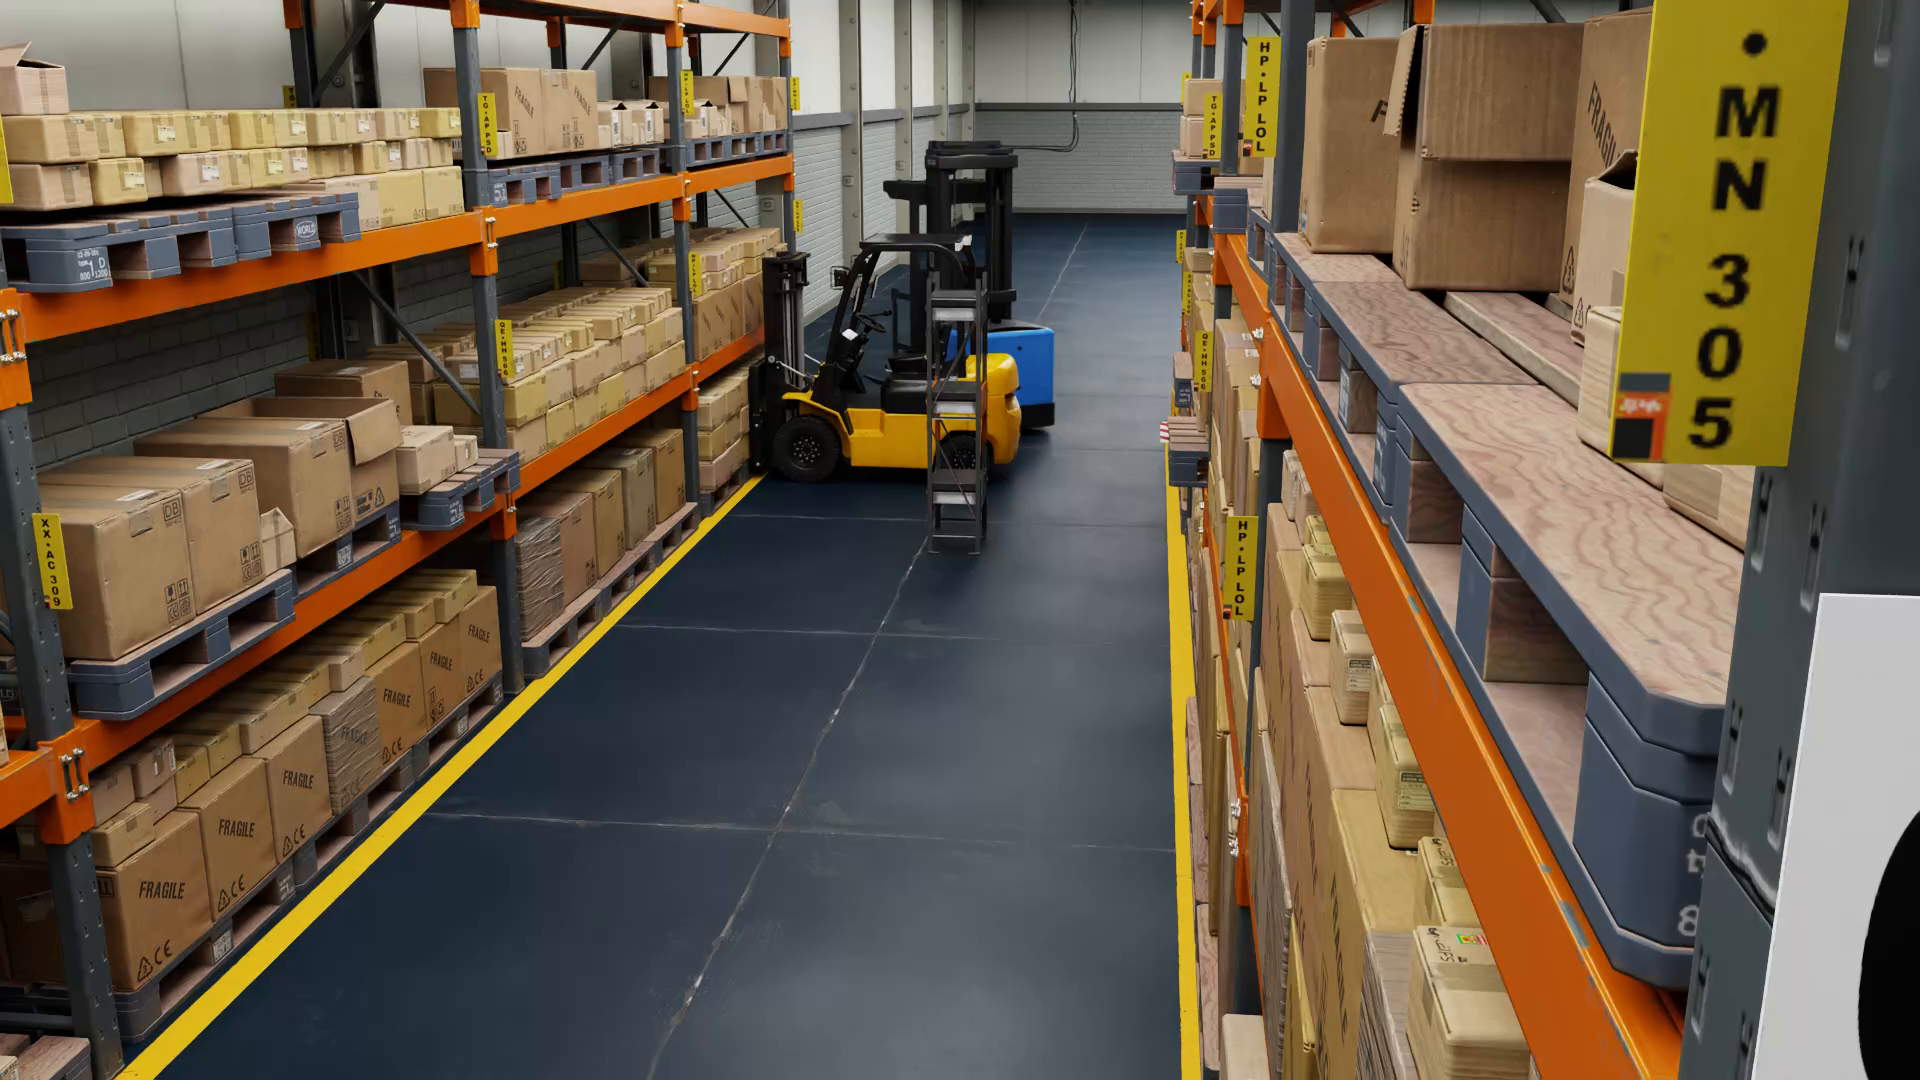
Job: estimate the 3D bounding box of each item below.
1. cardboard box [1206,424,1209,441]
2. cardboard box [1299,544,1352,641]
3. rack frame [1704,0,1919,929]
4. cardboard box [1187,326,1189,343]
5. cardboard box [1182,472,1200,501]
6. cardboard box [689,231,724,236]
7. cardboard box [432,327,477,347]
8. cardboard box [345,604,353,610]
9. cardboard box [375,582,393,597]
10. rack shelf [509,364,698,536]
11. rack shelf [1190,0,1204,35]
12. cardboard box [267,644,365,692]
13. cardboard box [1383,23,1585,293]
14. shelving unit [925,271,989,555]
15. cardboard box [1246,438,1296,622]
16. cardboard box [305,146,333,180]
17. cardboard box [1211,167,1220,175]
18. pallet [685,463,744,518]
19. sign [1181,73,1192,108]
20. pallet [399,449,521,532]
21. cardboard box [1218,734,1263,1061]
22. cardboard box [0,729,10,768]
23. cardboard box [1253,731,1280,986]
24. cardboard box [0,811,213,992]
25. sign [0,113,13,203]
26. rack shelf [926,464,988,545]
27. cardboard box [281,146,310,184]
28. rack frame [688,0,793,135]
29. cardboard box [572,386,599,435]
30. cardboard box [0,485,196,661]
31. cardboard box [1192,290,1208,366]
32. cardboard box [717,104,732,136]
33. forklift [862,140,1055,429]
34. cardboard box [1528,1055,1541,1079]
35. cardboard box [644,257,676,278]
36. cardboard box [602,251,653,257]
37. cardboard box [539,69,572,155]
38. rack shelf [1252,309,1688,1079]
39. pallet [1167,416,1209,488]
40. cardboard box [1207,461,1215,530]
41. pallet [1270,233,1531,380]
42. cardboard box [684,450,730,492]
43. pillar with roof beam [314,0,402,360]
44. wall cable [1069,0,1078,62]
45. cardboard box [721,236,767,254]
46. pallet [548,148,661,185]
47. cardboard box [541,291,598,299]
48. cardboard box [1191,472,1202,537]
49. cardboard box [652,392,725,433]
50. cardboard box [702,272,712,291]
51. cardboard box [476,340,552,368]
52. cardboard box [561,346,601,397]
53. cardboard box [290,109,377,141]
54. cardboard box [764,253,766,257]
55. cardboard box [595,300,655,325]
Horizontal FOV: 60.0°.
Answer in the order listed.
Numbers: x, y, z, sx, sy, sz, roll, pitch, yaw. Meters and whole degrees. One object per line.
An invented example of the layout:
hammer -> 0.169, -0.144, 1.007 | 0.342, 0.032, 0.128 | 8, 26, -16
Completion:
cardboard box -> 1.604, -0.662, 9.539 | 0.380, 0.149, 0.250 | 2, 15, 7
cardboard box -> 0.950, 0.116, 3.636 | 0.380, 0.149, 0.250 | 1, 15, 5
rack frame -> 0.940, -1.238, 0.500 | 1.000, 3.000, 0.127 | 2, 15, 6
cardboard box -> 2.191, -1.822, 14.635 | 0.380, 0.149, 0.250 | 2, 15, 7
cardboard box -> 2.094, -0.491, 13.693 | 0.500, 0.250, 0.500 | 2, 15, 9
cardboard box -> -2.516, -2.925, 16.229 | 0.380, 0.149, 0.250 | 2, 15, 7
cardboard box -> -3.180, -1.281, 10.720 | 0.380, 0.149, 0.250 | 2, 15, 6
cardboard box -> -3.515, 0.323, 8.962 | 0.380, 0.149, 0.250 | 2, 15, 8
cardboard box -> -3.416, 0.543, 9.391 | 0.500, 0.500, 0.500 | 2, 15, 8
rack shelf -> -2.864, -0.733, 11.505 | 1.077, 0.370, 4.000 | 2, 15, 6
rack shelf -> 2.520, -4.520, 14.022 | 1.077, 0.370, 4.000 | 2, 15, 6
cardboard box -> -3.071, 0.608, 7.910 | 0.380, 0.149, 0.250 | 1, 15, 4
cardboard box -> 1.271, -0.777, 3.349 | 0.797, 0.503, 0.637 | 3, 15, 11
shelving unit -> -0.019, -0.971, 12.729 | 0.431, 2.100, 0.503 | 2, 15, 6
cardboard box -> 1.192, -0.033, 5.432 | 0.500, 0.500, 0.500 | 2, 15, 8
cardboard box -> -3.062, -1.698, 7.472 | 0.380, 0.149, 0.250 | 2, 15, 8
cardboard box -> 2.026, -2.872, 12.770 | 0.380, 0.149, 0.250 | 2, 15, 7
pallet -> -2.507, -0.458, 14.452 | 1.003, 0.211, 1.213 | 2, 15, 6
sign -> 2.206, -4.377, 16.183 | 0.100, 0.325, 0.005 | 2, 15, 6
pallet -> -3.096, -0.291, 8.860 | 1.213, 0.211, 1.003 | 2, 15, 6
cardboard box -> 1.382, 1.281, 5.945 | 0.875, 0.875, 0.875 | 2, 15, 8
cardboard box -> -3.326, 0.687, 5.356 | 0.380, 0.149, 0.250 | 2, 15, 7
cardboard box -> 1.018, 0.817, 4.203 | 0.500, 0.500, 0.500 | 2, 15, 7
cardboard box -> -3.263, 1.361, 6.367 | 0.500, 0.500, 0.500 | 2, 15, 9
sign -> -3.001, -1.208, 5.146 | 0.100, 0.325, 0.005 | 2, 15, 6
rack shelf -> -0.019, -0.282, 12.915 | 0.431, 0.518, 0.480 | 2, 15, 6
cardboard box -> -2.964, -1.567, 6.950 | 0.380, 0.149, 0.250 | 2, 15, 8
rack frame -> -2.187, -5.533, 16.383 | 1.000, 3.000, 0.127 | 2, 15, 6
cardboard box -> -2.684, -0.861, 10.888 | 0.500, 0.250, 0.500 | 1, 15, 4
cardboard box -> -3.264, 0.106, 6.028 | 0.700, 0.500, 0.500 | 2, 15, 8
cardboard box -> 1.784, -1.344, 10.820 | 0.500, 0.500, 0.500 | 1, 15, 4
cardboard box -> -2.169, -3.609, 14.279 | 0.396, 0.266, 0.258 | 1, 15, 5
forklift -> -0.148, -2.830, 18.012 | 1.130, 2.935, 3.031 | -8, 17, -27
cardboard box -> 0.786, 0.649, 1.667 | 0.380, 0.149, 0.250 | 2, 15, 7
cardboard box -> -2.385, -2.249, 13.729 | 0.380, 0.149, 0.250 | 2, 15, 7
cardboard box -> -2.850, -2.396, 14.271 | 0.380, 0.149, 0.250 | 1, 15, 5
cardboard box -> -2.808, -2.624, 10.184 | 0.700, 0.500, 0.500 | 1, 15, 5
rack shelf -> 1.166, 0.039, 2.903 | 1.077, 0.370, 4.000 | 2, 15, 6
pallet -> 1.817, -0.512, 9.676 | 1.213, 0.211, 1.003 | 2, 15, 6
cardboard box -> 1.538, -0.225, 8.534 | 0.500, 0.250, 0.500 | 1, 15, 5
pallet -> 1.289, -0.572, 3.956 | 1.003, 0.211, 1.213 | 2, 15, 6
cardboard box -> -2.255, -0.590, 14.062 | 0.500, 0.250, 0.500 | 2, 15, 7
pillar with roof beam -> 0.440, -3.696, 9.590 | 9.100, 9.000, 0.400 | 2, 15, 6
wall cable -> 4.559, -14.744, 46.722 | 3.097, 2.526, 0.112 | 2, 15, 6
cardboard box -> -2.039, -2.776, 15.677 | 0.380, 0.149, 0.250 | 2, 15, 8
pallet -> -2.725, -2.726, 12.116 | 0.805, 0.209, 1.217 | 1, 15, 4
cardboard box -> -2.973, -1.808, 12.667 | 0.380, 0.149, 0.250 | 1, 15, 4
cardboard box -> 2.238, -0.252, 12.578 | 0.950, 0.372, 0.625 | 2, 15, 7
cardboard box -> -2.272, -1.074, 13.933 | 0.500, 0.250, 0.500 | 1, 15, 5
cardboard box -> -2.311, -2.171, 14.011 | 0.380, 0.149, 0.250 | 2, 15, 6
cardboard box -> -2.729, -1.134, 10.175 | 0.380, 0.149, 0.250 | 2, 15, 8
cardboard box -> -2.662, -1.104, 10.827 | 0.500, 0.250, 0.500 | 1, 15, 5
cardboard box -> -3.019, -1.975, 7.928 | 0.380, 0.149, 0.250 | 1, 15, 5
cardboard box -> -2.076, -2.703, 15.979 | 0.380, 0.149, 0.250 | 2, 15, 6
cardboard box -> -2.445, -1.664, 12.135 | 0.380, 0.149, 0.250 | 1, 15, 5
